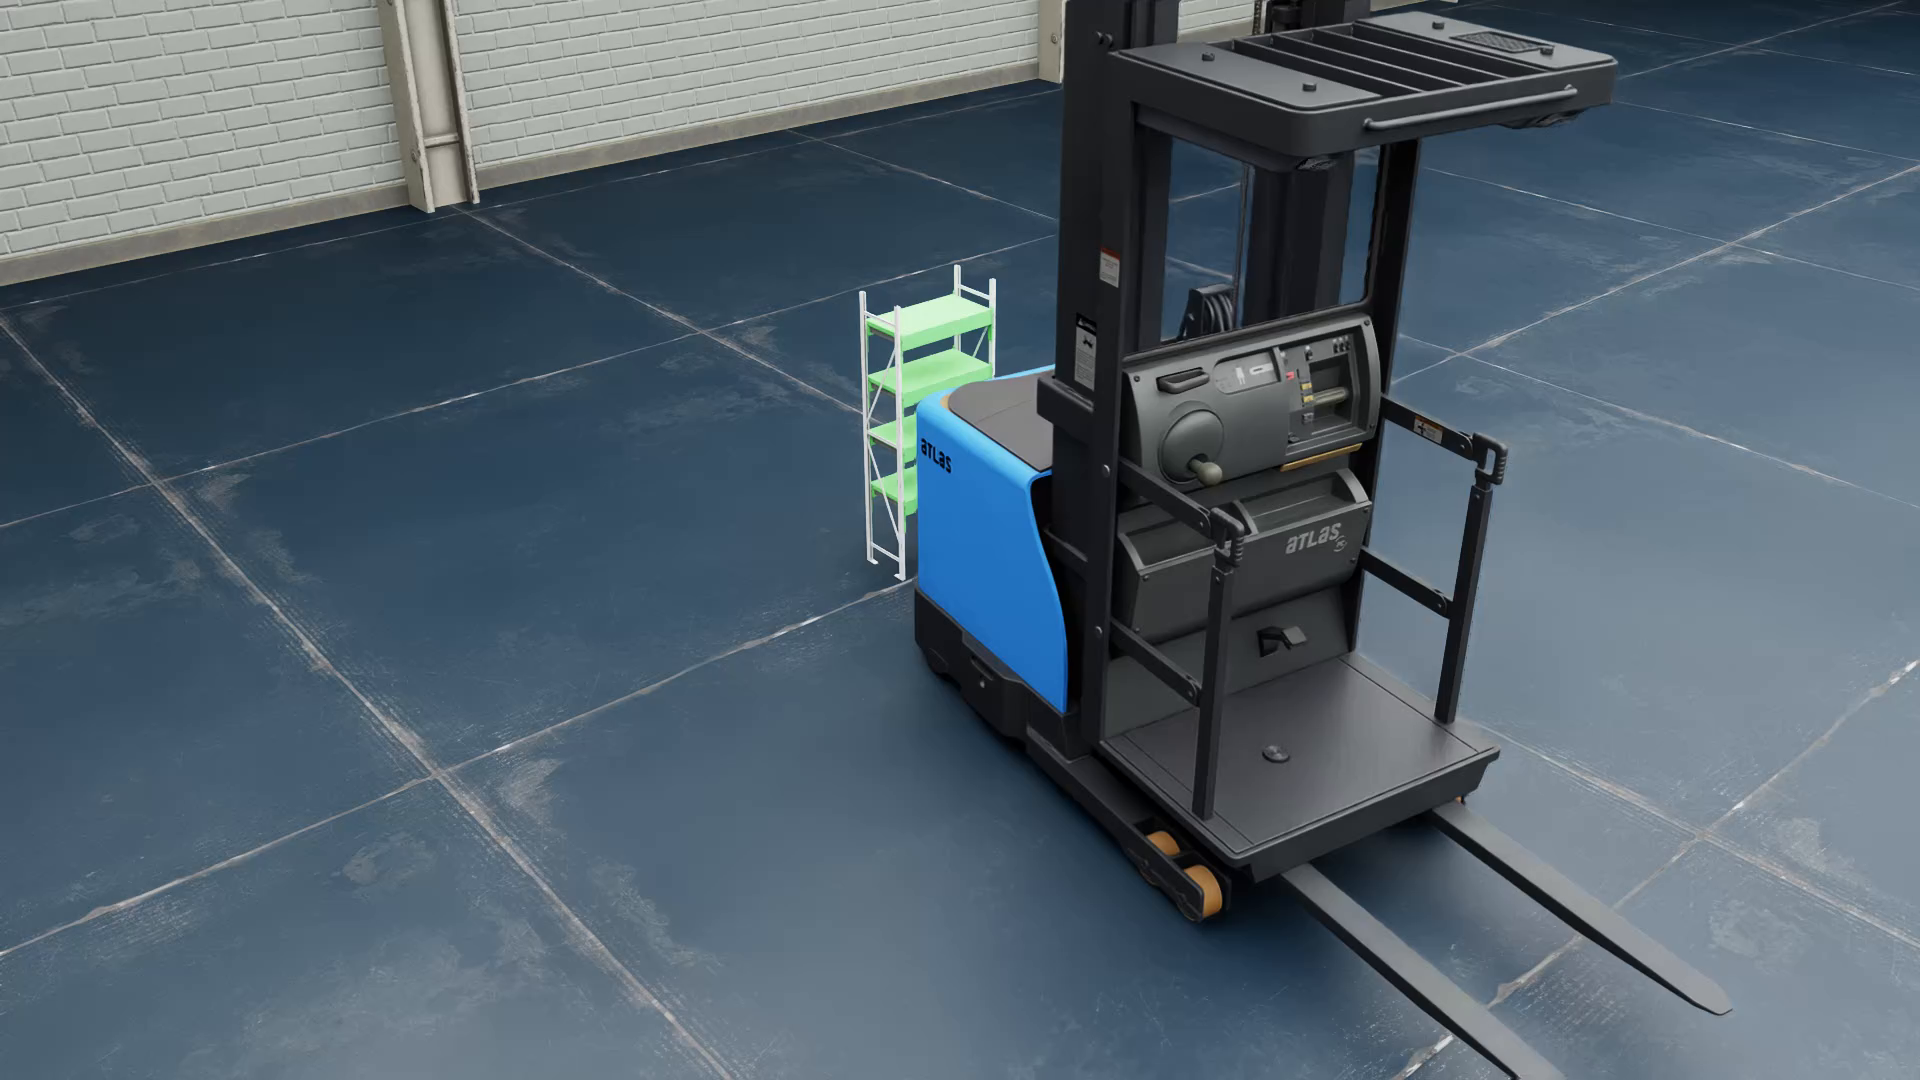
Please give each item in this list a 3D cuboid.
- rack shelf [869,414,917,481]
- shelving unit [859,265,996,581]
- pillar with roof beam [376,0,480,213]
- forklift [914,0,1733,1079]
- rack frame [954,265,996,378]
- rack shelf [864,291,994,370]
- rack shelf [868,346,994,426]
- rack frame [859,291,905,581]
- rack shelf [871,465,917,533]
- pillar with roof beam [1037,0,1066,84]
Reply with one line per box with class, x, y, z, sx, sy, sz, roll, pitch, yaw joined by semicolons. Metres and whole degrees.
rack shelf;-0.126;-0.422;6.903;0.480;0.148;0.258;-22;35;-35
shelving unit;-0.126;-0.479;6.872;0.503;1.200;0.258;-22;35;-35
pillar with roof beam;-0.828;-4.796;6.677;0.400;9.000;9.100;-22;35;-35
forklift;1.010;-0.381;4.854;1.130;2.935;3.031;-16;32;-27
rack frame;0.060;-0.553;7.012;0.015;1.200;0.240;-22;35;-35
rack shelf;-0.126;-0.846;6.676;0.480;0.148;0.258;-22;35;-35
rack shelf;-0.126;-0.634;6.789;0.480;0.148;0.258;-22;35;-35
rack frame;-0.312;-0.404;6.733;0.015;1.200;0.240;-22;35;-35
rack shelf;-0.126;-0.211;7.016;0.480;0.148;0.258;-22;35;-35
pillar with roof beam;3.736;-6.632;10.112;0.400;9.000;9.100;-22;35;-35
